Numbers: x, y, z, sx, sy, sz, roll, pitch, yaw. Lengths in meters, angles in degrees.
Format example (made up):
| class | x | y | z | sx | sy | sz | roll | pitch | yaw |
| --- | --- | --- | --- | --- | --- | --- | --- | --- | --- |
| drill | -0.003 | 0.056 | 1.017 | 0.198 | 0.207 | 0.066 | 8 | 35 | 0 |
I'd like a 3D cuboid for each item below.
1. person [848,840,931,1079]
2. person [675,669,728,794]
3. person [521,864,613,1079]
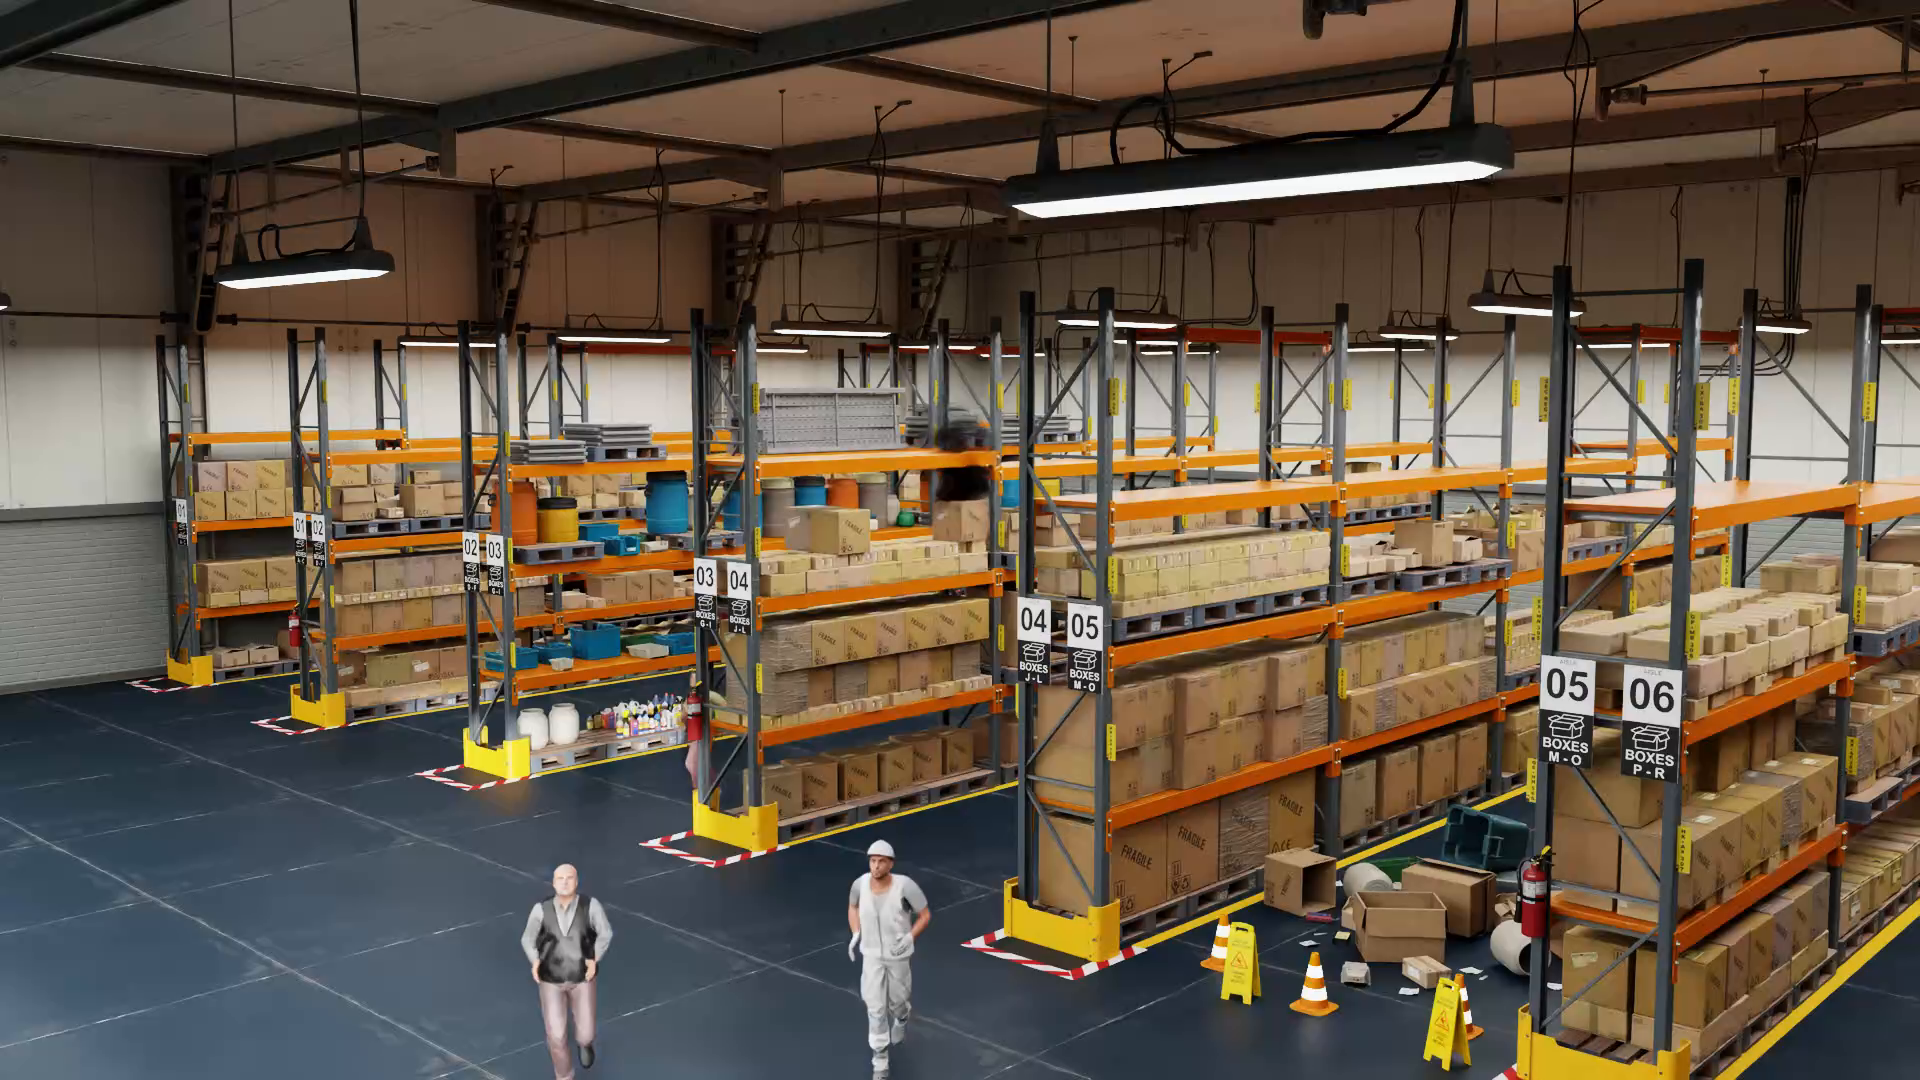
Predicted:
| class | x | y | z | sx | sy | sz | roll | pitch | yaw |
| --- | --- | --- | --- | --- | --- | --- | --- | --- | --- |
| person | -0.535 | 3.095 | 12.424 | 0.653 | 1.778 | 0.894 | 1 | 5 | 10 |
| person | -3.172 | 2.429 | 20.375 | 0.601 | 1.705 | 0.689 | 5 | 7 | 42 |
| person | -2.870 | 3.192 | 12.146 | 0.657 | 1.671 | 0.612 | -1 | 5 | -10 |
